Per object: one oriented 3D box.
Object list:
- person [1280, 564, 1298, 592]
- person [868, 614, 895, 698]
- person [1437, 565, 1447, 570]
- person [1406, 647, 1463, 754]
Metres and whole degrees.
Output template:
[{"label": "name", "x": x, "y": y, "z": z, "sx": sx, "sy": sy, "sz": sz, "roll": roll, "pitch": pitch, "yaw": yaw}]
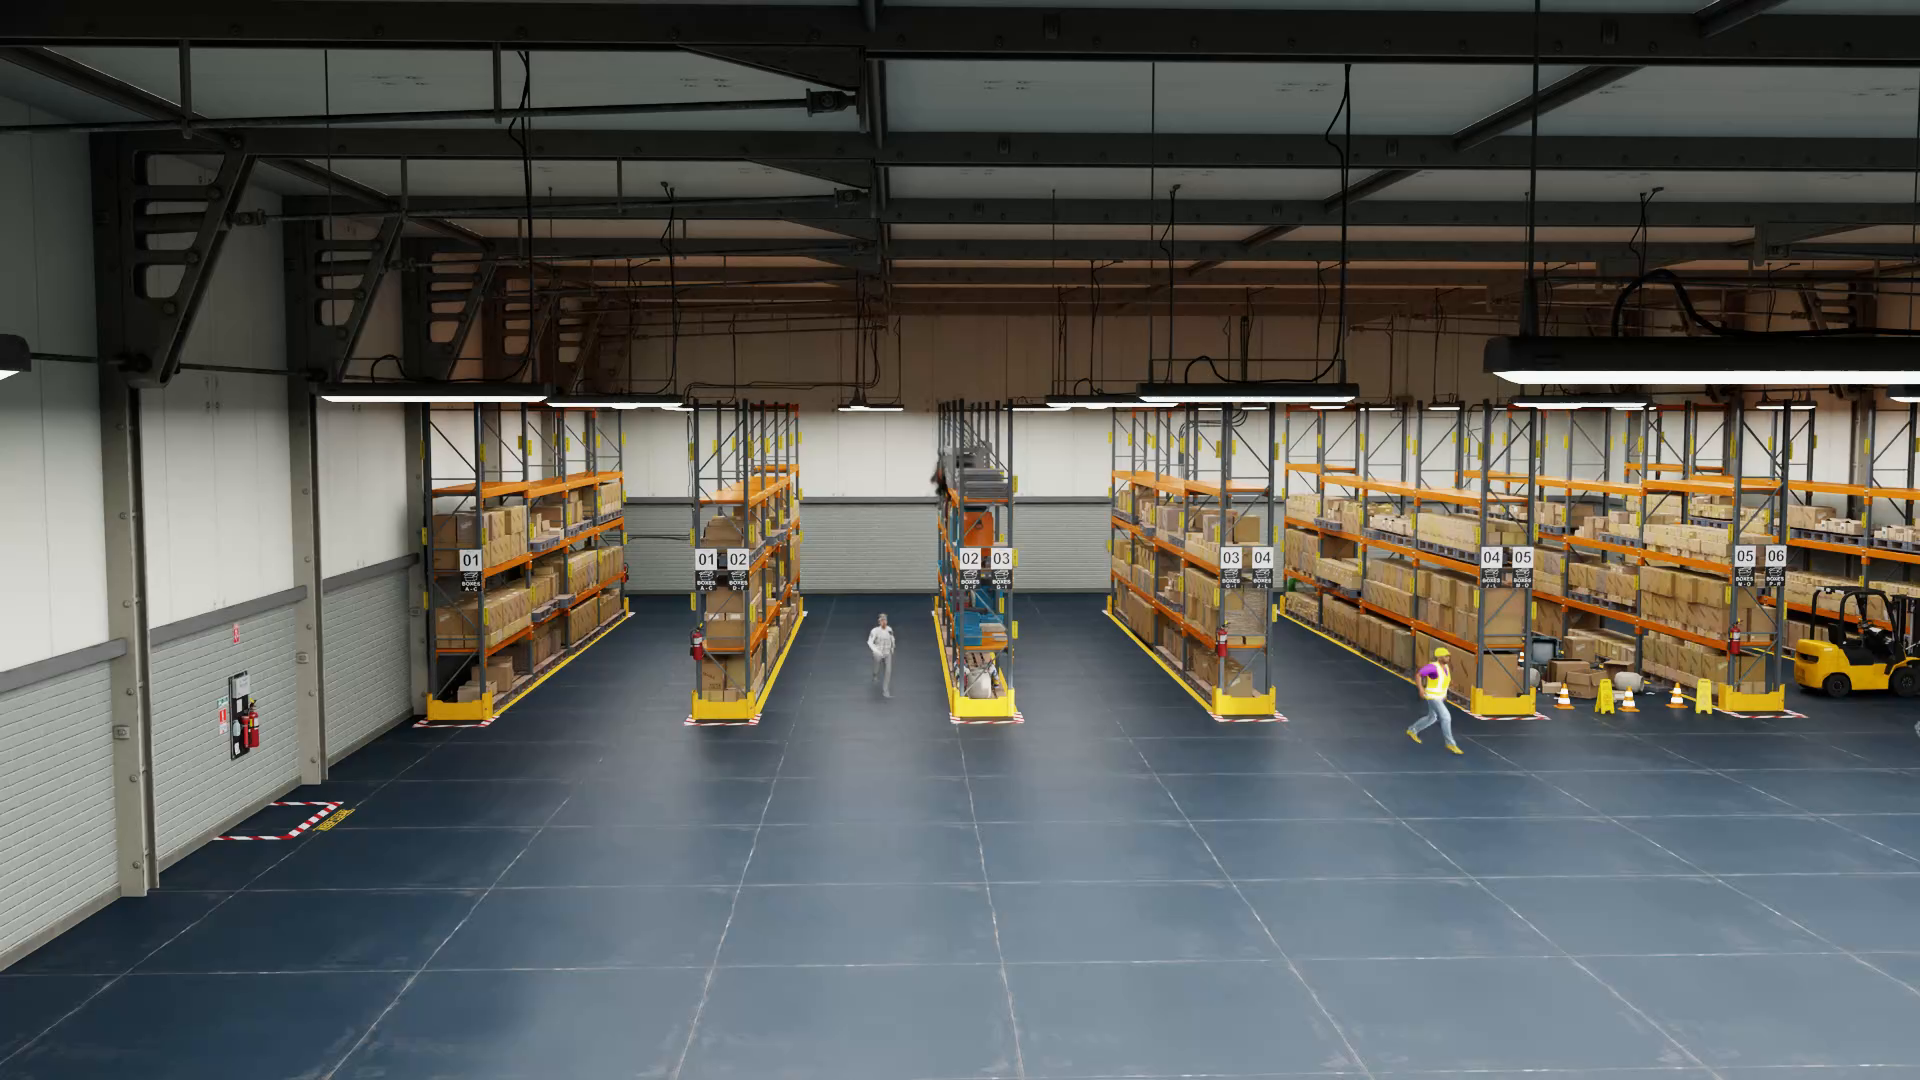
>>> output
[{"label": "person", "x": 9.741, "y": 1.134, "z": 48.748, "sx": 0.681, "sy": 1.833, "sz": 0.644, "roll": -1, "pitch": 4, "yaw": -12}, {"label": "person", "x": -1.593, "y": 2.337, "z": 33.957, "sx": 0.597, "sy": 1.690, "sz": 0.976, "roll": -1, "pitch": 4, "yaw": -14}, {"label": "person", "x": 14.319, "y": 1.227, "z": 49.279, "sx": 0.591, "sy": 1.553, "sz": 0.567, "roll": 1, "pitch": 4, "yaw": 10}, {"label": "person", "x": 8.068, "y": 2.700, "z": 28.242, "sx": 1.017, "sy": 1.782, "sz": 0.729, "roll": 4, "pitch": 6, "yaw": 40}]
